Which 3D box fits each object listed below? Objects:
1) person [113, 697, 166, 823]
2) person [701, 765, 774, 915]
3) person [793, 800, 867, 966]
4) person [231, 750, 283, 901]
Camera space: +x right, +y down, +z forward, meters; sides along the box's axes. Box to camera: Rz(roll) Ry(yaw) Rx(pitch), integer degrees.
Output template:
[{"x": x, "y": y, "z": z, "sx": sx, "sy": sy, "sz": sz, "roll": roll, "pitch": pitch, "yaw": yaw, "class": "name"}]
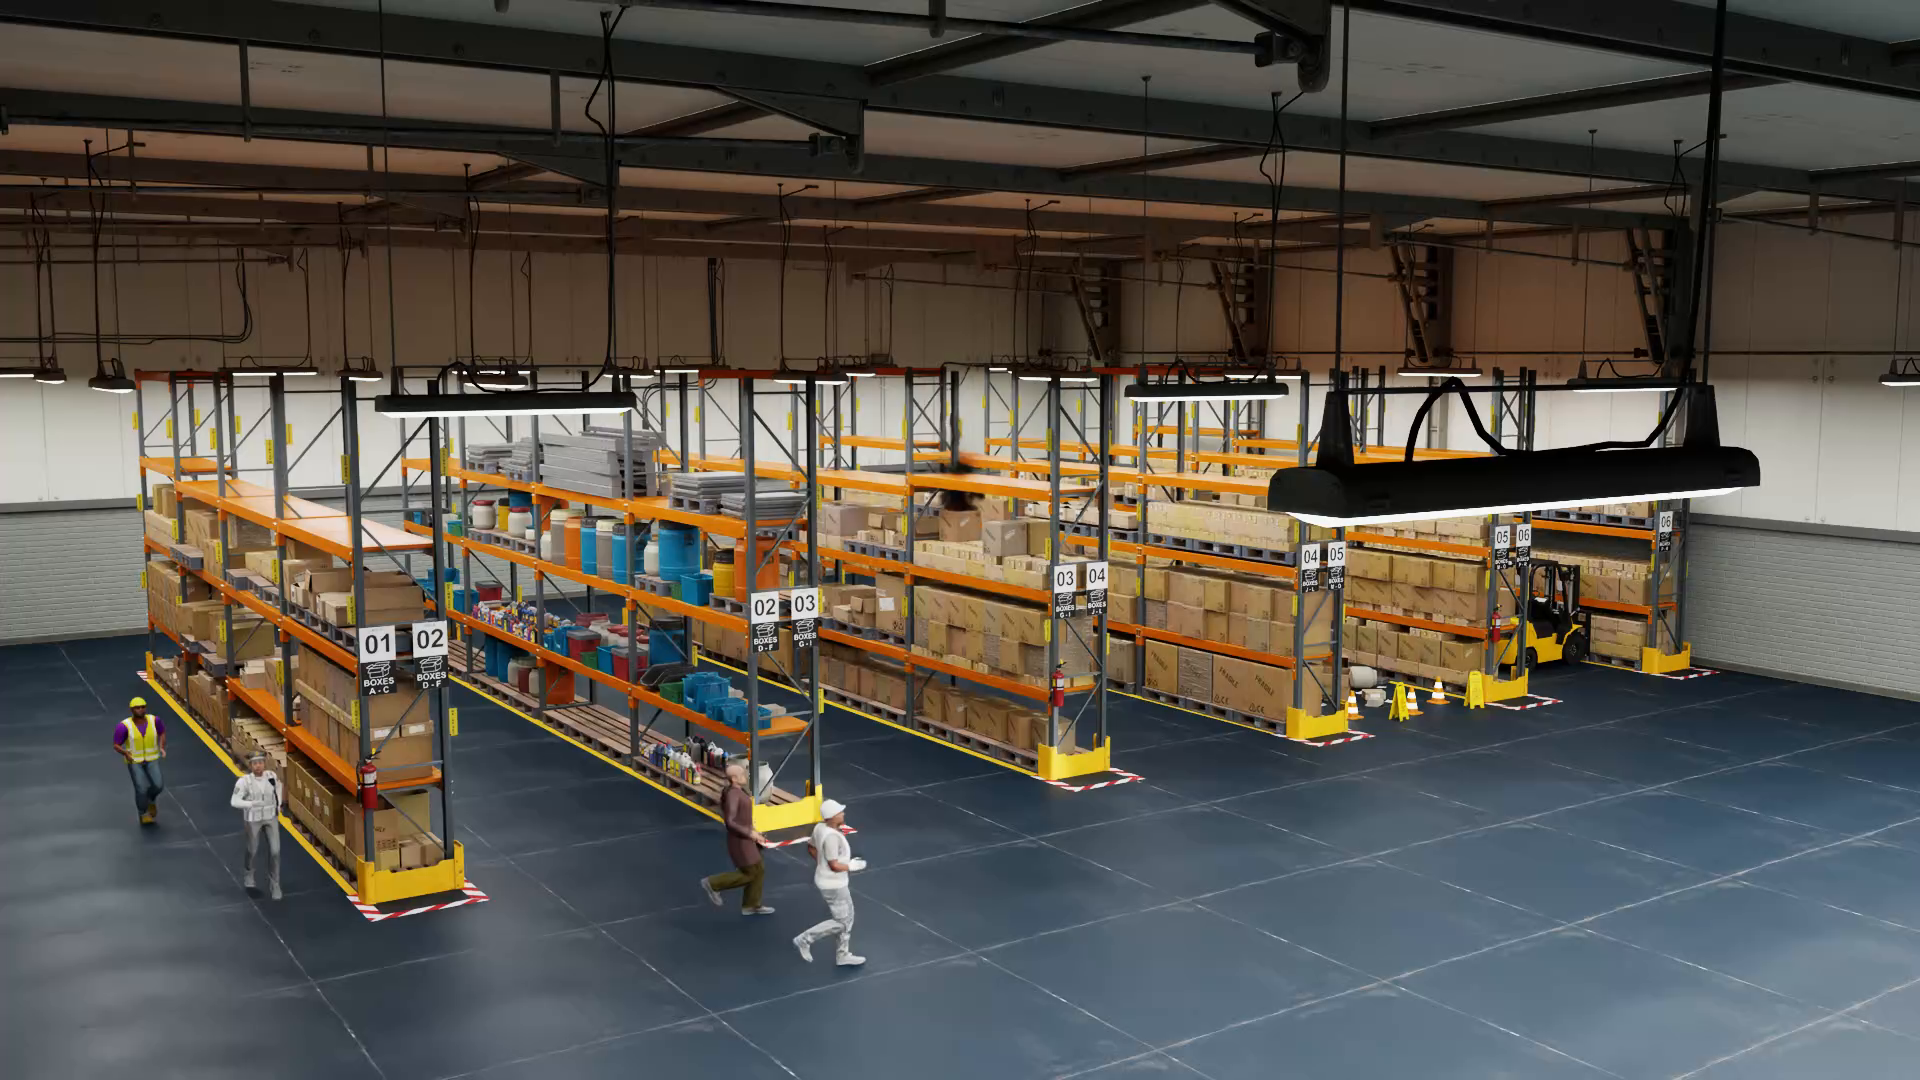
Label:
[{"x": -10.946, "y": 2.956, "z": 22.294, "sx": 0.674, "sy": 1.721, "sz": 0.569, "roll": -5, "pitch": 8, "yaw": -39, "class": "person"}, {"x": -2.505, "y": 3.374, "z": 18.694, "sx": 0.813, "sy": 1.735, "sz": 0.726, "roll": -1, "pitch": 6, "yaw": -7, "class": "person"}, {"x": -1.355, "y": 3.532, "z": 17.096, "sx": 0.764, "sy": 1.750, "sz": 0.691, "roll": -2, "pitch": 7, "yaw": -15, "class": "person"}, {"x": -8.179, "y": 3.306, "z": 19.411, "sx": 0.609, "sy": 1.765, "sz": 0.711, "roll": -4, "pitch": 8, "yaw": -33, "class": "person"}]
